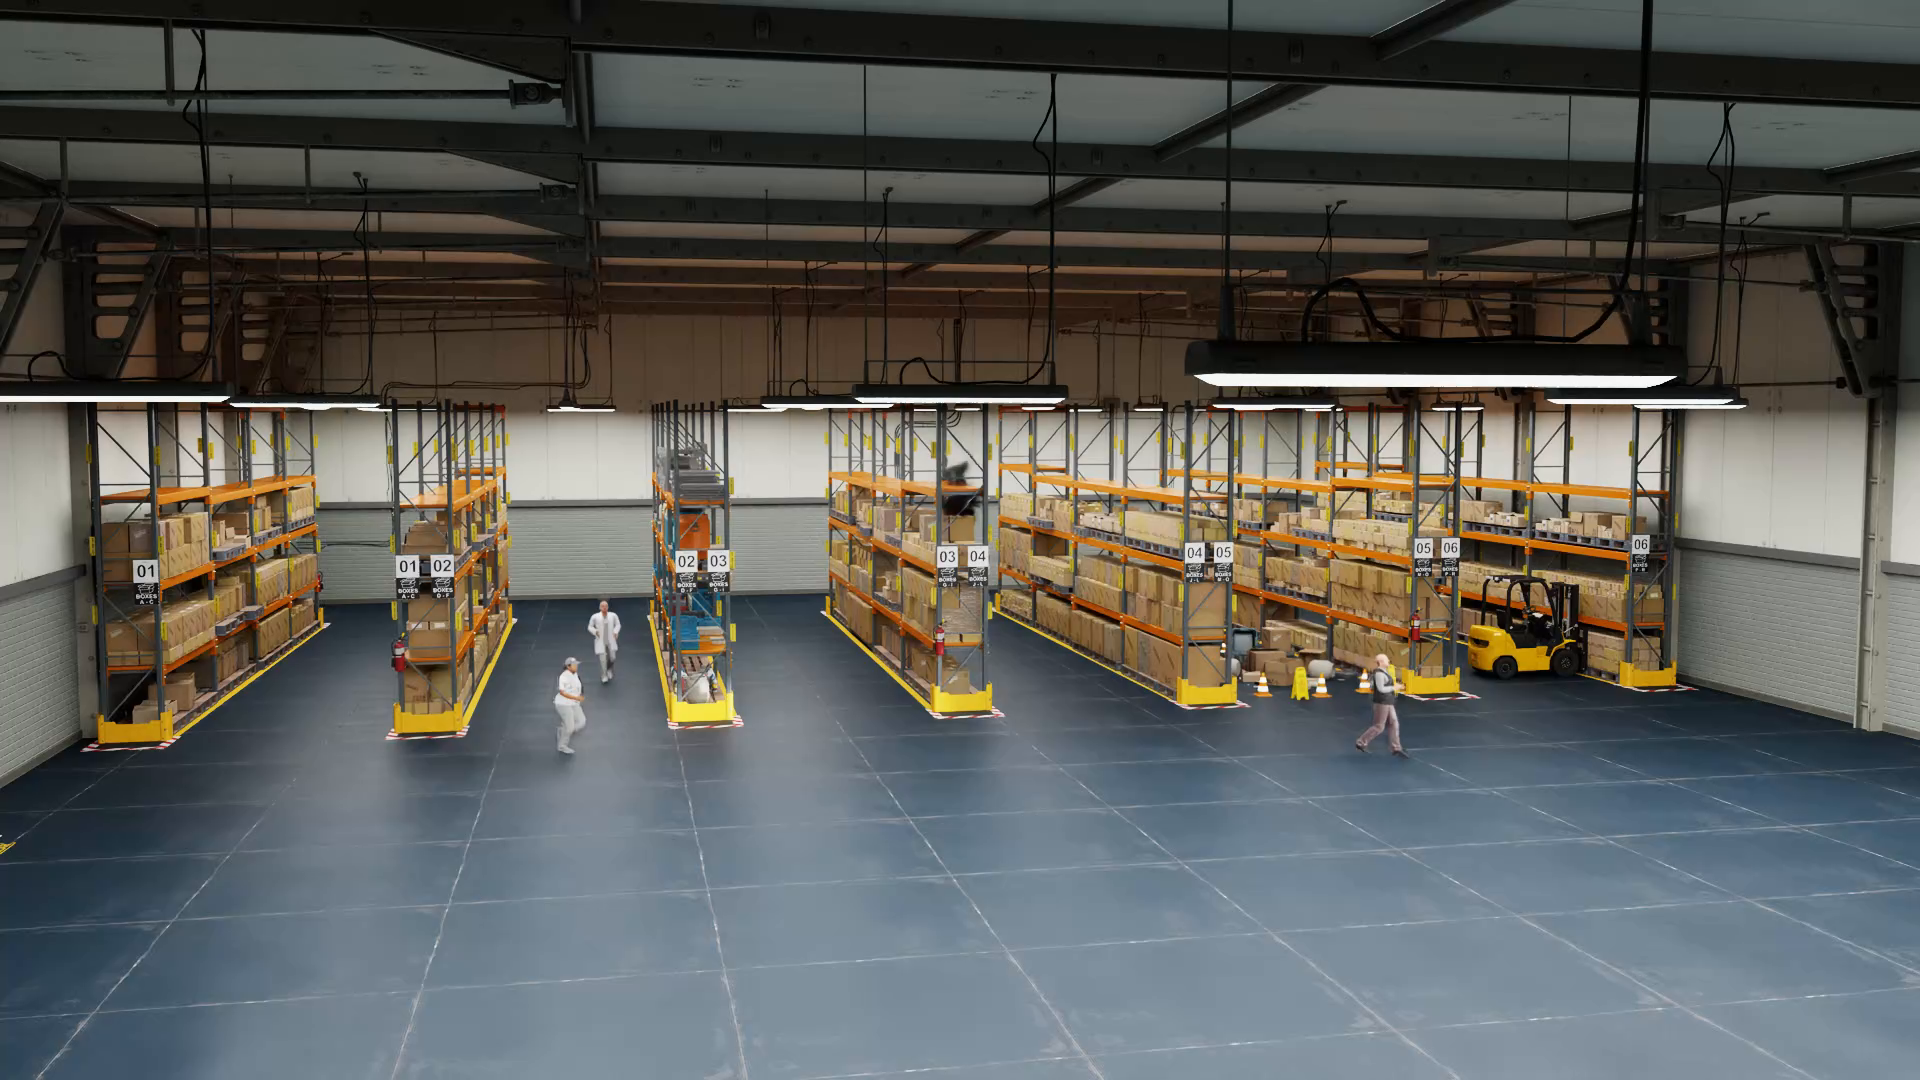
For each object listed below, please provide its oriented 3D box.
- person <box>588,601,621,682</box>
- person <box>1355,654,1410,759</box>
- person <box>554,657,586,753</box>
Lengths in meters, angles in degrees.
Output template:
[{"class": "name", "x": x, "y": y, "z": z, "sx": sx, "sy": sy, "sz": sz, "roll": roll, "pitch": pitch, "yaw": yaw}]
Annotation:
[{"class": "person", "x": -7.575, "y": 2.175, "z": 35.525, "sx": 0.703, "sy": 1.729, "sz": 0.653, "roll": -2, "pitch": 5, "yaw": -20}, {"class": "person", "x": 7.029, "y": 2.755, "z": 27.613, "sx": 0.888, "sy": 1.732, "sz": 0.657, "roll": 2, "pitch": 5, "yaw": 22}, {"class": "person", "x": -6.617, "y": 2.796, "z": 28.228, "sx": 0.598, "sy": 1.628, "sz": 0.594, "roll": 1, "pitch": 5, "yaw": 17}]
